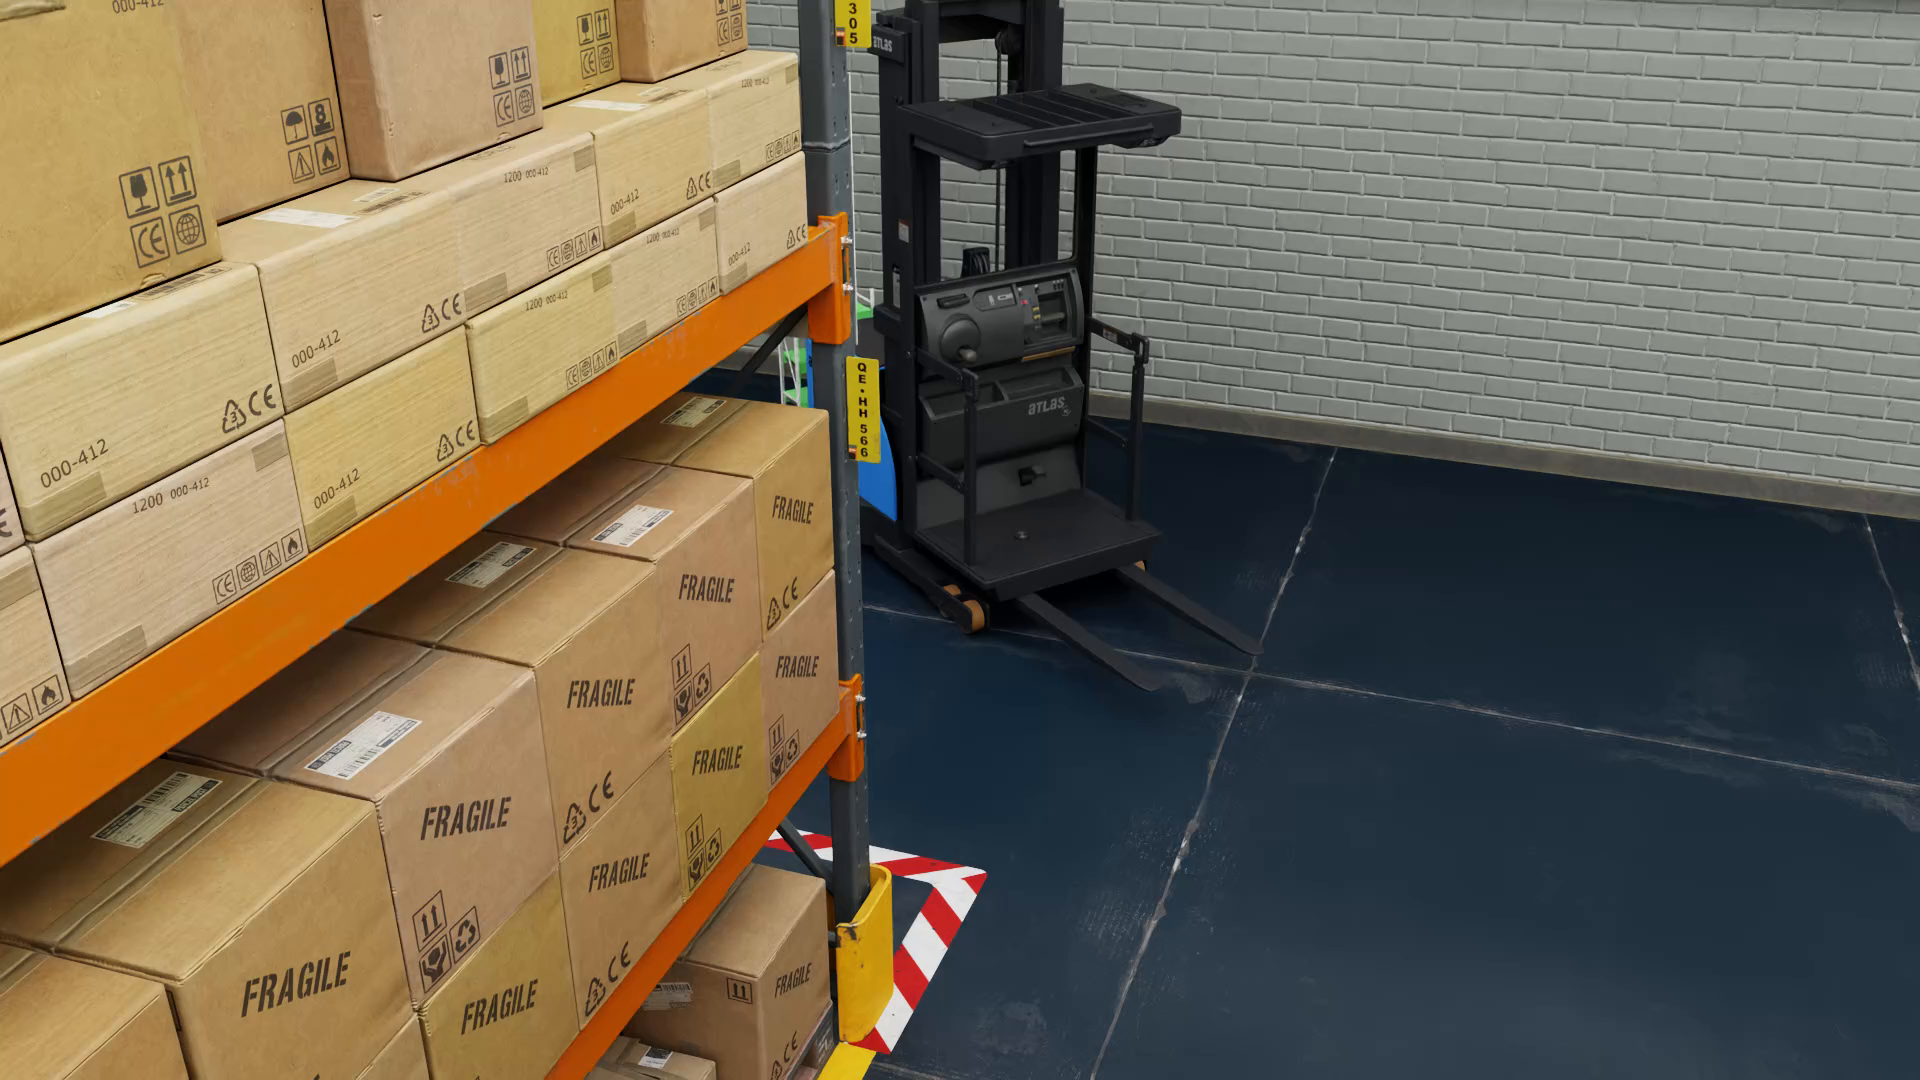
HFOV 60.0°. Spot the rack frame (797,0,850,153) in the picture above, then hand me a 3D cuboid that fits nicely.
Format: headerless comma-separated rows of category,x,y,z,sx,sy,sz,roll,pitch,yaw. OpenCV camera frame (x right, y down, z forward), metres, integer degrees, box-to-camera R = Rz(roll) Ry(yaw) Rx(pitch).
rack frame,-0.801,-2.507,4.103,1.000,3.000,0.127,9,27,17

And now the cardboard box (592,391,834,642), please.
cardboard box,-0.690,-0.080,4.710,0.500,0.500,0.500,9,27,17

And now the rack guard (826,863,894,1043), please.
rack guard,-0.826,1.349,5.890,1.175,0.500,0.348,9,27,17

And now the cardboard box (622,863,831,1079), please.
cardboard box,-0.750,1.379,5.323,0.500,0.500,0.500,9,27,17

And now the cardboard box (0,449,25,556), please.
cardboard box,-1.571,-0.041,2.048,0.500,0.250,0.500,9,27,17

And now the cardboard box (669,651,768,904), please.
cardboard box,-0.863,0.585,4.485,0.500,0.500,0.500,9,27,18

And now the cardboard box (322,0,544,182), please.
cardboard box,-1.268,-1.025,3.220,0.700,0.500,0.500,9,27,17

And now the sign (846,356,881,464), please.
sign,-0.284,-0.382,4.905,0.100,0.325,0.005,9,27,17

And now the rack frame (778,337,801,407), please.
rack frame,-0.972,-0.819,9.561,0.015,1.200,0.240,-14,29,-27

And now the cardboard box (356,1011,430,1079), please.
cardboard box,-1.370,1.205,3.204,0.500,0.500,0.500,9,27,17

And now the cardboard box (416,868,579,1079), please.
cardboard box,-1.202,0.996,3.636,0.500,0.500,0.500,8,27,17

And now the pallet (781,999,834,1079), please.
pallet,-1.091,1.807,5.276,1.003,0.211,1.213,9,27,17

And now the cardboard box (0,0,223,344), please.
cardboard box,-1.546,-0.605,2.354,0.700,0.500,0.500,9,27,17

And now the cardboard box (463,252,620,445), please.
cardboard box,-1.054,-0.429,3.425,0.500,0.250,0.500,9,27,17

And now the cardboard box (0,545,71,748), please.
cardboard box,-1.567,0.185,2.156,0.500,0.250,0.500,9,27,17

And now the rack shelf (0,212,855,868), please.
rack shelf,-1.467,-0.012,3.215,1.077,0.370,4.000,9,27,17

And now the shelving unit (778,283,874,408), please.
shelving unit,-0.762,-0.872,9.672,0.503,1.200,0.258,-14,29,-27

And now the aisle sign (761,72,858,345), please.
aisle sign,-0.489,-0.961,4.810,0.394,0.787,0.004,9,27,17

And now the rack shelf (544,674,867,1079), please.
rack shelf,-1.467,1.338,3.869,1.077,0.370,4.000,9,27,17

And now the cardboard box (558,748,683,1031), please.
cardboard box,-1.034,0.789,4.063,0.500,0.500,0.500,9,27,18

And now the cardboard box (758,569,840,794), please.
cardboard box,-0.693,0.371,4.926,0.500,0.500,0.500,10,27,19

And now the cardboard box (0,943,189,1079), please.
cardboard box,-1.539,0.977,2.529,0.500,0.500,0.500,8,27,16

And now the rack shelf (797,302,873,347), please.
rack shelf,-0.764,-1.249,9.494,0.480,0.148,0.258,-14,29,-27

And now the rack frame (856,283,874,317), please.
rack frame,-0.552,-0.926,9.783,0.015,1.200,0.240,-14,29,-27

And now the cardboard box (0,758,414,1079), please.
cardboard box,-1.367,0.765,2.965,0.500,0.500,0.500,8,27,16

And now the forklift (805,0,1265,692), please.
forklift,0.330,-1.086,8.131,1.130,2.935,3.031,-15,30,-28

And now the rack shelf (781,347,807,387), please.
rack shelf,-0.763,-1.032,9.596,0.480,0.148,0.258,-14,29,-27

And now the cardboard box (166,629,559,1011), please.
cardboard box,-1.196,0.553,3.404,0.500,0.500,0.500,10,27,19

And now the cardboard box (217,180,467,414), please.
cardboard box,-1.228,-0.450,2.893,0.500,0.250,0.500,9,27,17

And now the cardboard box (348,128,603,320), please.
cardboard box,-1.068,-0.656,3.320,0.500,0.250,0.500,9,27,17

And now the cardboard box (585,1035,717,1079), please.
cardboard box,-0.969,1.682,5.079,0.380,0.166,0.250,9,27,17

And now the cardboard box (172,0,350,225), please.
cardboard box,-1.523,-0.833,2.824,0.700,0.500,0.500,9,27,17

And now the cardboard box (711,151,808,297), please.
cardboard box,-0.723,-0.840,4.274,0.500,0.250,0.500,9,27,17

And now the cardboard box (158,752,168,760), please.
cardboard box,-1.703,0.472,3.572,0.500,0.500,0.500,8,27,17

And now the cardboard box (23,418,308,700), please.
cardboard box,-1.399,-0.020,2.580,0.500,0.250,0.500,9,27,17

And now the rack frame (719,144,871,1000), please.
rack frame,-0.801,0.193,5.410,1.000,3.000,0.127,9,27,17

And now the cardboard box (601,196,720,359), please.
cardboard box,-0.900,-0.637,3.853,0.500,0.250,0.500,9,27,17

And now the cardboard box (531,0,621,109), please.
cardboard box,-1.203,-1.246,3.677,0.700,0.500,0.500,9,27,17

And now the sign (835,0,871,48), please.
sign,-0.284,-1.467,4.380,0.100,0.325,0.005,9,27,17

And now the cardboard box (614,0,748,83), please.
cardboard box,-0.957,-1.439,4.076,0.700,0.500,0.500,9,27,17

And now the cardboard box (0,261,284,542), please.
cardboard box,-1.394,-0.244,2.469,0.500,0.250,0.500,9,27,17

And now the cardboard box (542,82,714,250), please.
cardboard box,-0.898,-0.861,3.743,0.500,0.250,0.500,9,27,17

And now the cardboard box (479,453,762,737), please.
cardboard box,-0.857,0.128,4.281,0.500,0.500,0.500,10,27,19

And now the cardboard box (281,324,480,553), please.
cardboard box,-1.236,-0.226,3.005,0.500,0.250,0.500,9,27,17

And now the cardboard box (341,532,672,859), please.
cardboard box,-1.025,0.342,3.840,0.500,0.500,0.500,10,27,19

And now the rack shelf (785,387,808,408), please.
rack shelf,-0.762,-0.815,9.699,0.480,0.148,0.258,-14,29,-27

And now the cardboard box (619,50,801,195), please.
cardboard box,-0.732,-1.067,4.168,0.500,0.250,0.500,9,27,17
